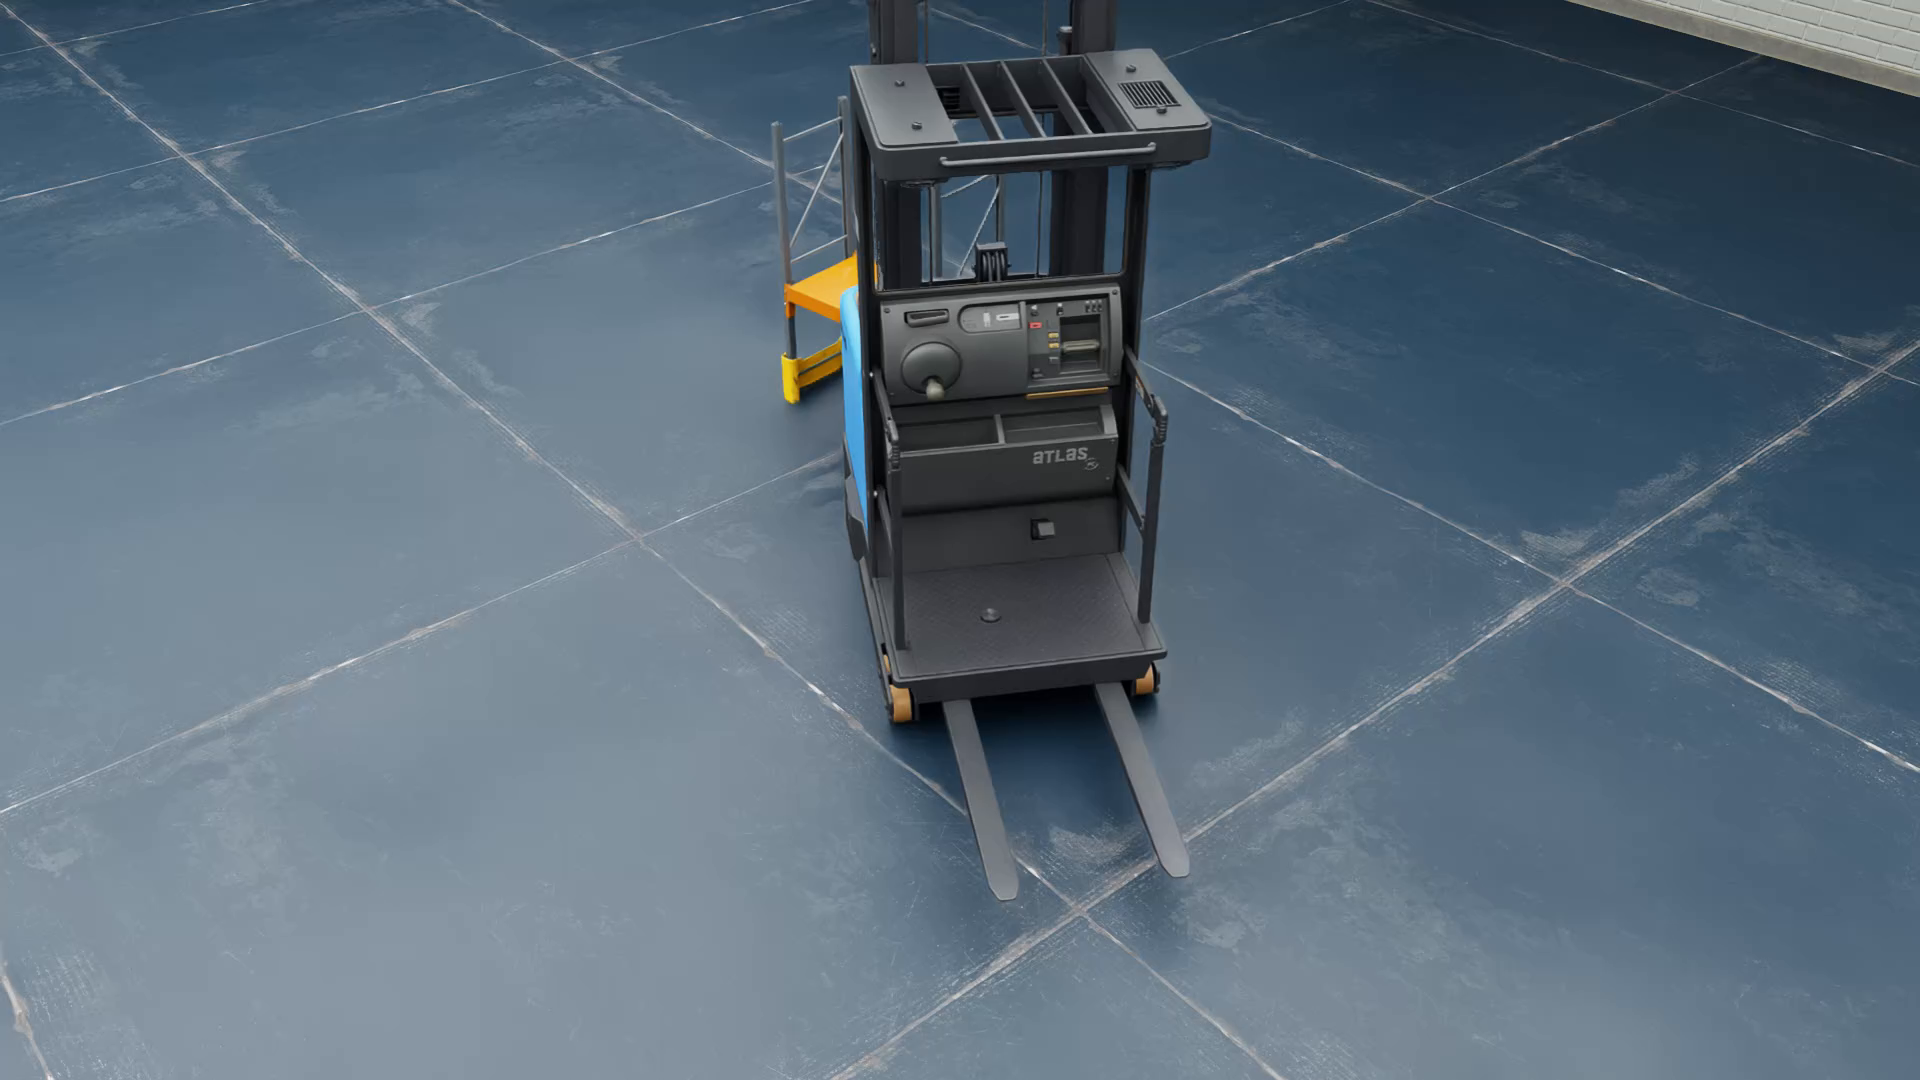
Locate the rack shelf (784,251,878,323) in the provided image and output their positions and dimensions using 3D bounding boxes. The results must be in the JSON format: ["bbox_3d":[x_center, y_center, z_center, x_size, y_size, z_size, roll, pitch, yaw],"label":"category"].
[{"bbox_3d":[-0.346,-1.147,8.383,1.000,0.185,0.538,27,43,32],"label":"rack shelf"}]

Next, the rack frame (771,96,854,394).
[{"bbox_3d":[-0.731,-1.486,8.550,0.032,1.500,0.500,27,43,32],"label":"rack frame"}]

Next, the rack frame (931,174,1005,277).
[{"bbox_3d":[0.038,-1.102,8.008,0.032,1.500,0.500,27,43,32],"label":"rack frame"}]

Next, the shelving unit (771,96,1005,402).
[{"bbox_3d":[-0.340,-1.290,8.274,1.083,1.500,0.587,27,43,32],"label":"shelving unit"}]

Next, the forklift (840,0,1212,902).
[{"bbox_3d":[0.202,-0.685,6.182,1.130,2.935,3.031,-6,36,-8],"label":"forklift"}]

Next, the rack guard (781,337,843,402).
[{"bbox_3d":[-0.717,-0.968,8.901,0.087,0.250,0.587,27,43,32],"label":"rack guard"}]
